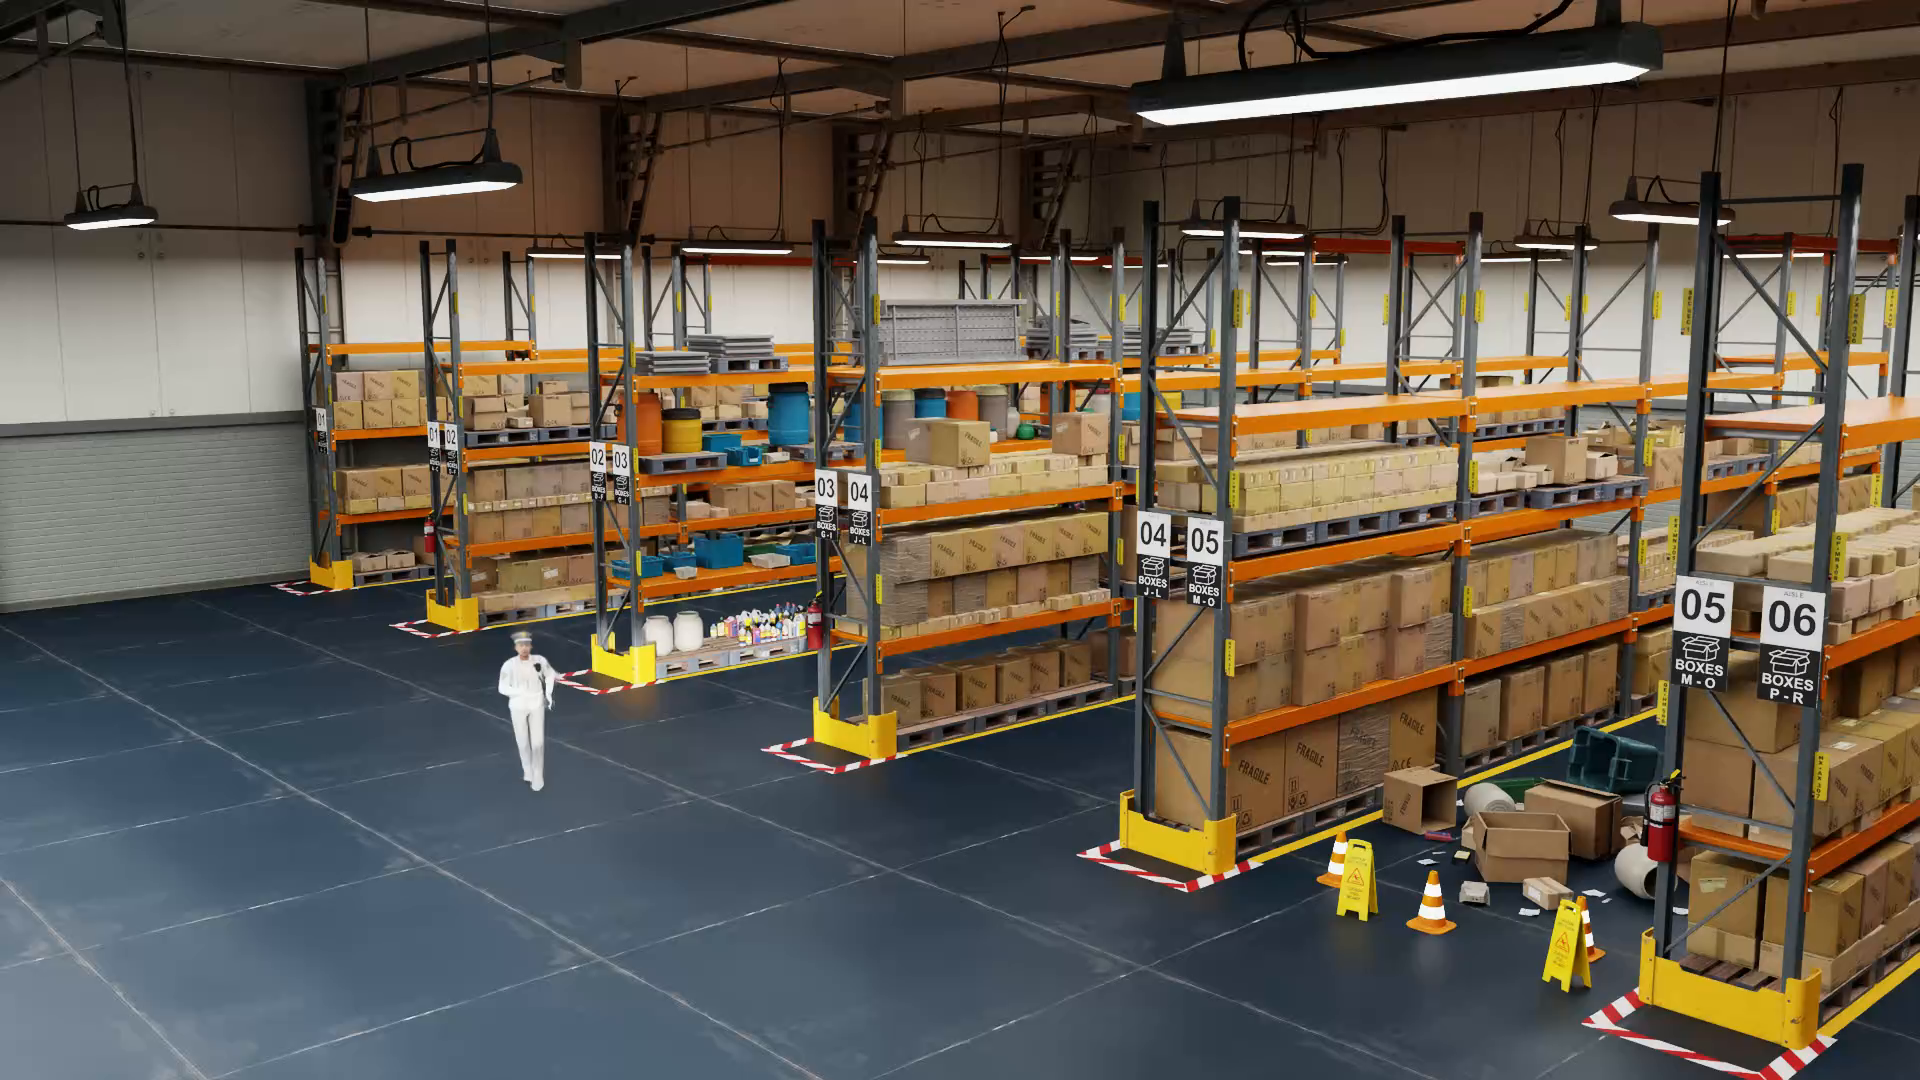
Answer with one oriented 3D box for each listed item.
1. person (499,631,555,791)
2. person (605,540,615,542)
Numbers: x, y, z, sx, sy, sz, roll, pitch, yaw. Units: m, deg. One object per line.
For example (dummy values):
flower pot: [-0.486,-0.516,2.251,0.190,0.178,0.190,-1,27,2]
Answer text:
person: [-4.551,1.784,17.462,0.533,1.703,0.670,-2,9,-13]
person: [-6.191,-0.109,30.043,0.674,1.828,0.782,8,11,42]
